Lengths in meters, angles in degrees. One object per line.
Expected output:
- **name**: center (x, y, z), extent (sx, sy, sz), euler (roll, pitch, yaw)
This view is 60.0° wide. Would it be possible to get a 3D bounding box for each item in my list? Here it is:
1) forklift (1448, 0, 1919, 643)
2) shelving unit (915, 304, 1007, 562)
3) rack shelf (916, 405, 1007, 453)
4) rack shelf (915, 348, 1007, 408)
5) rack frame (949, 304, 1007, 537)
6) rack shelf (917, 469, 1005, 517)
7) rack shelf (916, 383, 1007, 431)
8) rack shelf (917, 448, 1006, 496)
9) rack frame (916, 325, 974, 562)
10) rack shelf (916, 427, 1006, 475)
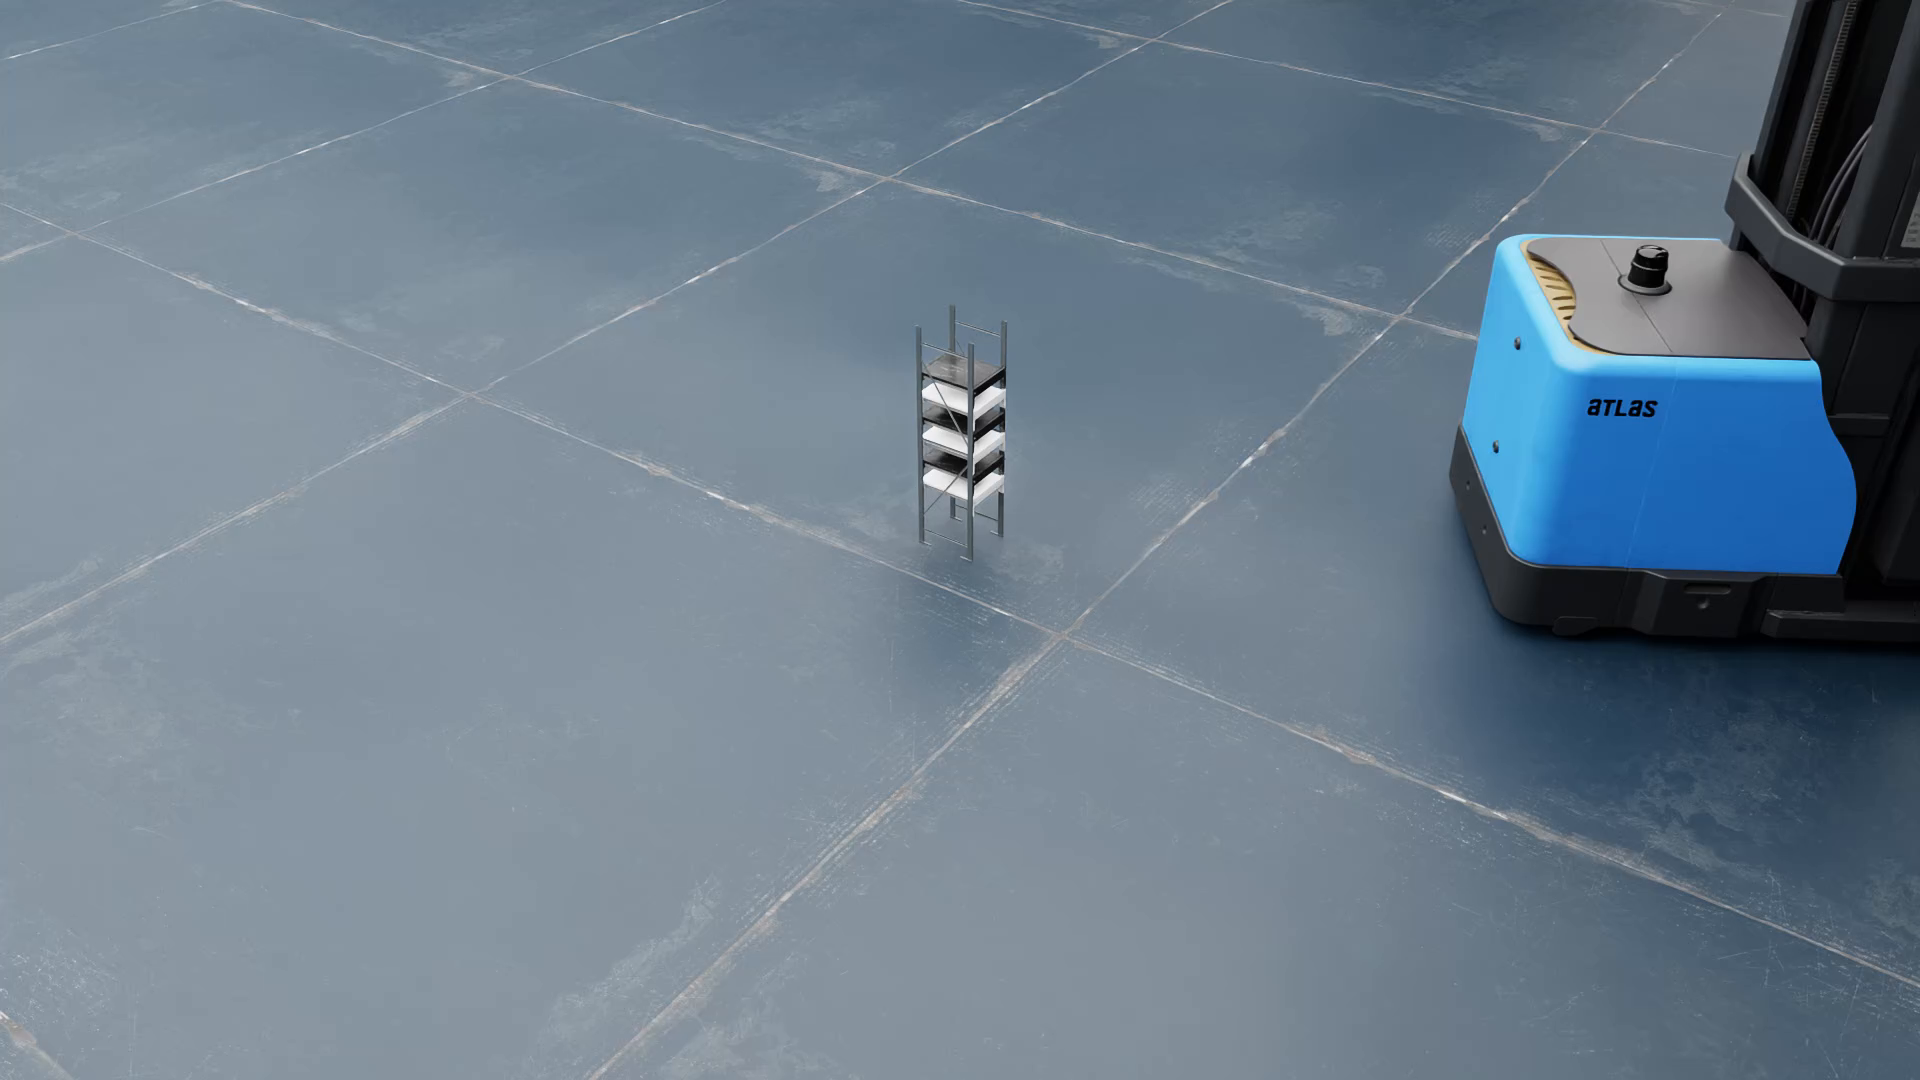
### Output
- **forklift**: center (3.392, -1.112, 5.278), extent (3.031, 2.935, 1.130), euler (2, 34, 3)
- **shelving unit**: center (0.005, -0.376, 6.003), extent (0.258, 0.900, 0.210), euler (21, 39, 28)
- **rack shelf**: center (0.005, -0.423, 5.972), extent (0.258, 0.077, 0.200), euler (21, 39, 28)
- **rack shelf**: center (0.005, -0.573, 5.871), extent (0.258, 0.077, 0.200), euler (21, 39, 28)
- **rack frame**: center (0.063, -0.423, 6.073), extent (0.240, 0.900, 0.006), euler (21, 39, 28)
- **rack shelf**: center (0.005, -0.200, 6.123), extent (0.258, 0.077, 0.200), euler (21, 39, 28)
- **rack shelf**: center (0.005, -0.498, 5.921), extent (0.258, 0.077, 0.200), euler (21, 39, 28)
- **rack shelf**: center (0.005, -0.274, 6.073), extent (0.258, 0.077, 0.200), euler (21, 39, 28)
- **rack frame**: center (-0.053, -0.330, 5.934), extent (0.240, 0.900, 0.006), euler (21, 39, 28)
- **rack shelf**: center (0.005, -0.349, 6.022), extent (0.258, 0.077, 0.200), euler (21, 39, 28)
